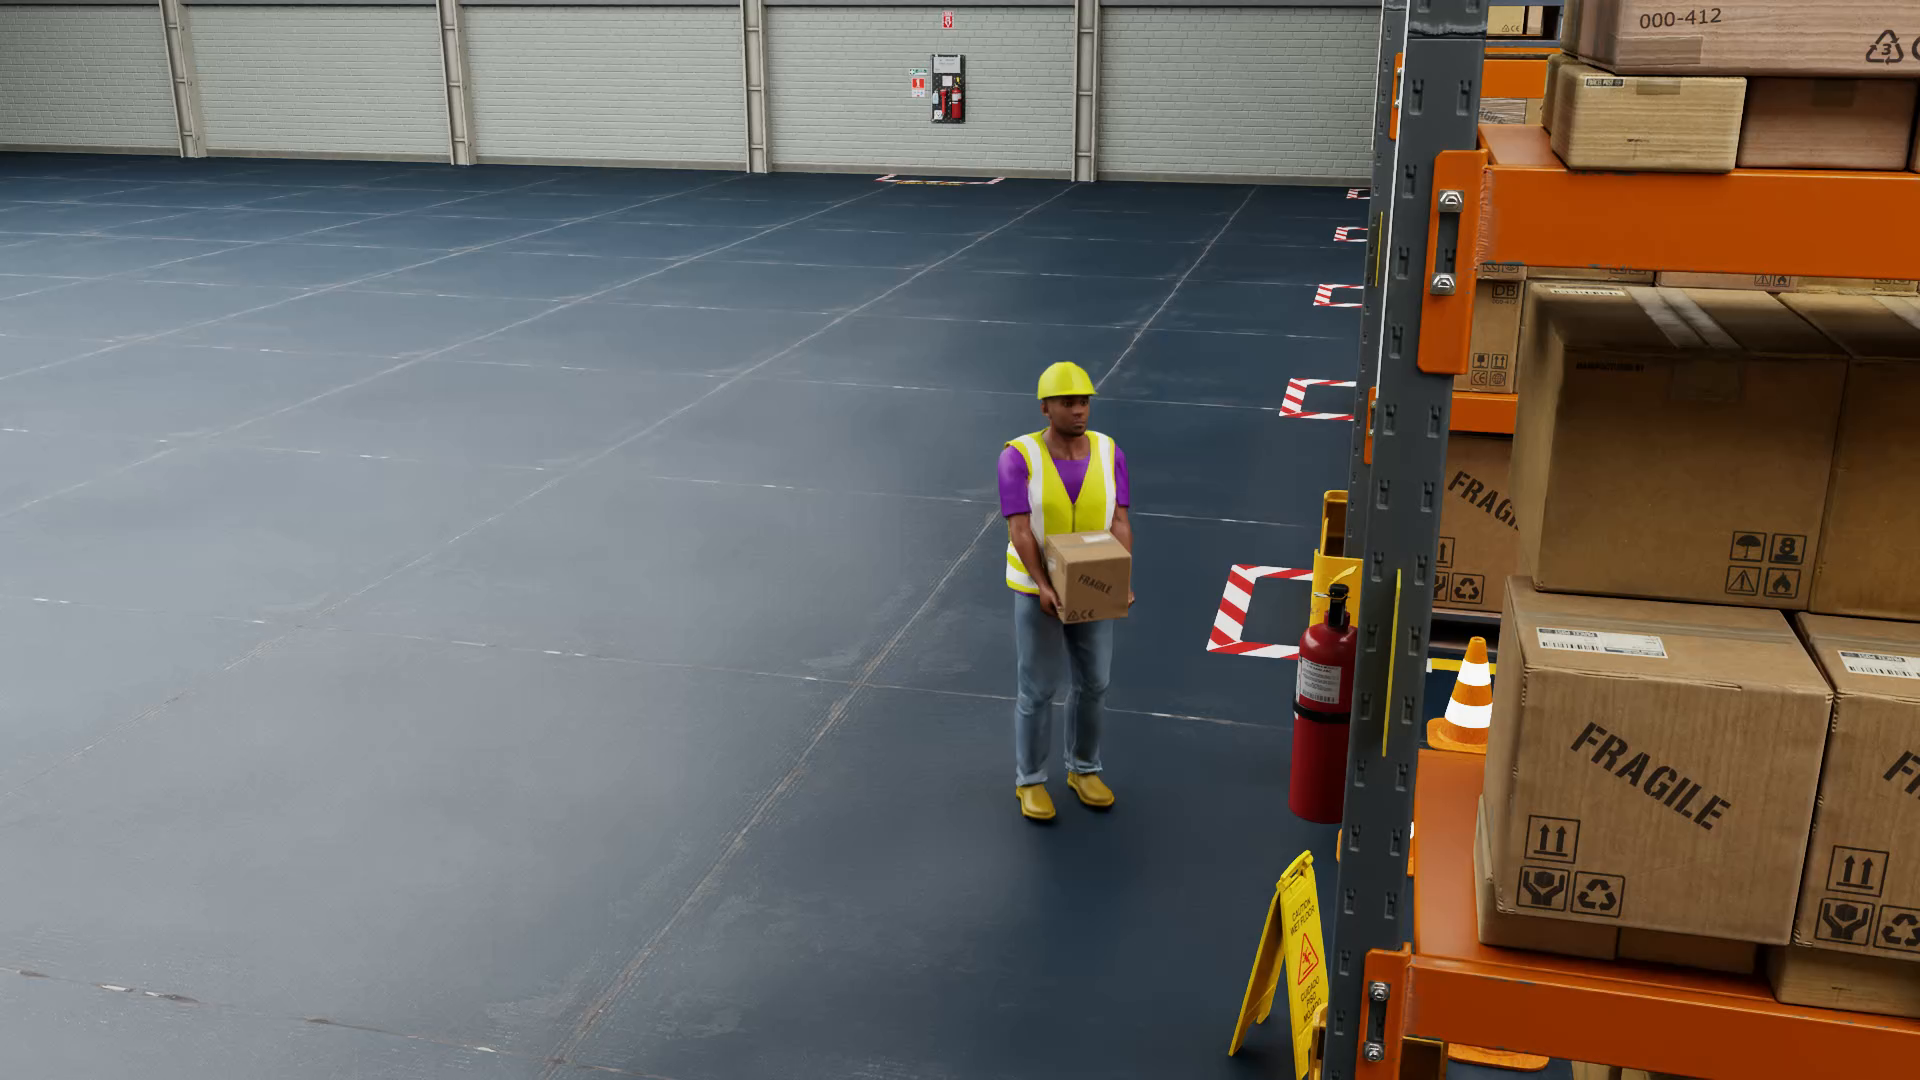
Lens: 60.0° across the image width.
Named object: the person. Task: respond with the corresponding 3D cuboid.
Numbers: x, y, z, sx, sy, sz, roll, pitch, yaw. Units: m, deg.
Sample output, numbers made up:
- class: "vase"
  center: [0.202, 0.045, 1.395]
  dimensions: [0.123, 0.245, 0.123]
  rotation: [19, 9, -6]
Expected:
- class: "person"
  center: [0.430, 0.218, 6.358]
  dimensions: [0.514, 1.765, 0.578]
  rotation: [-5, 19, -15]
